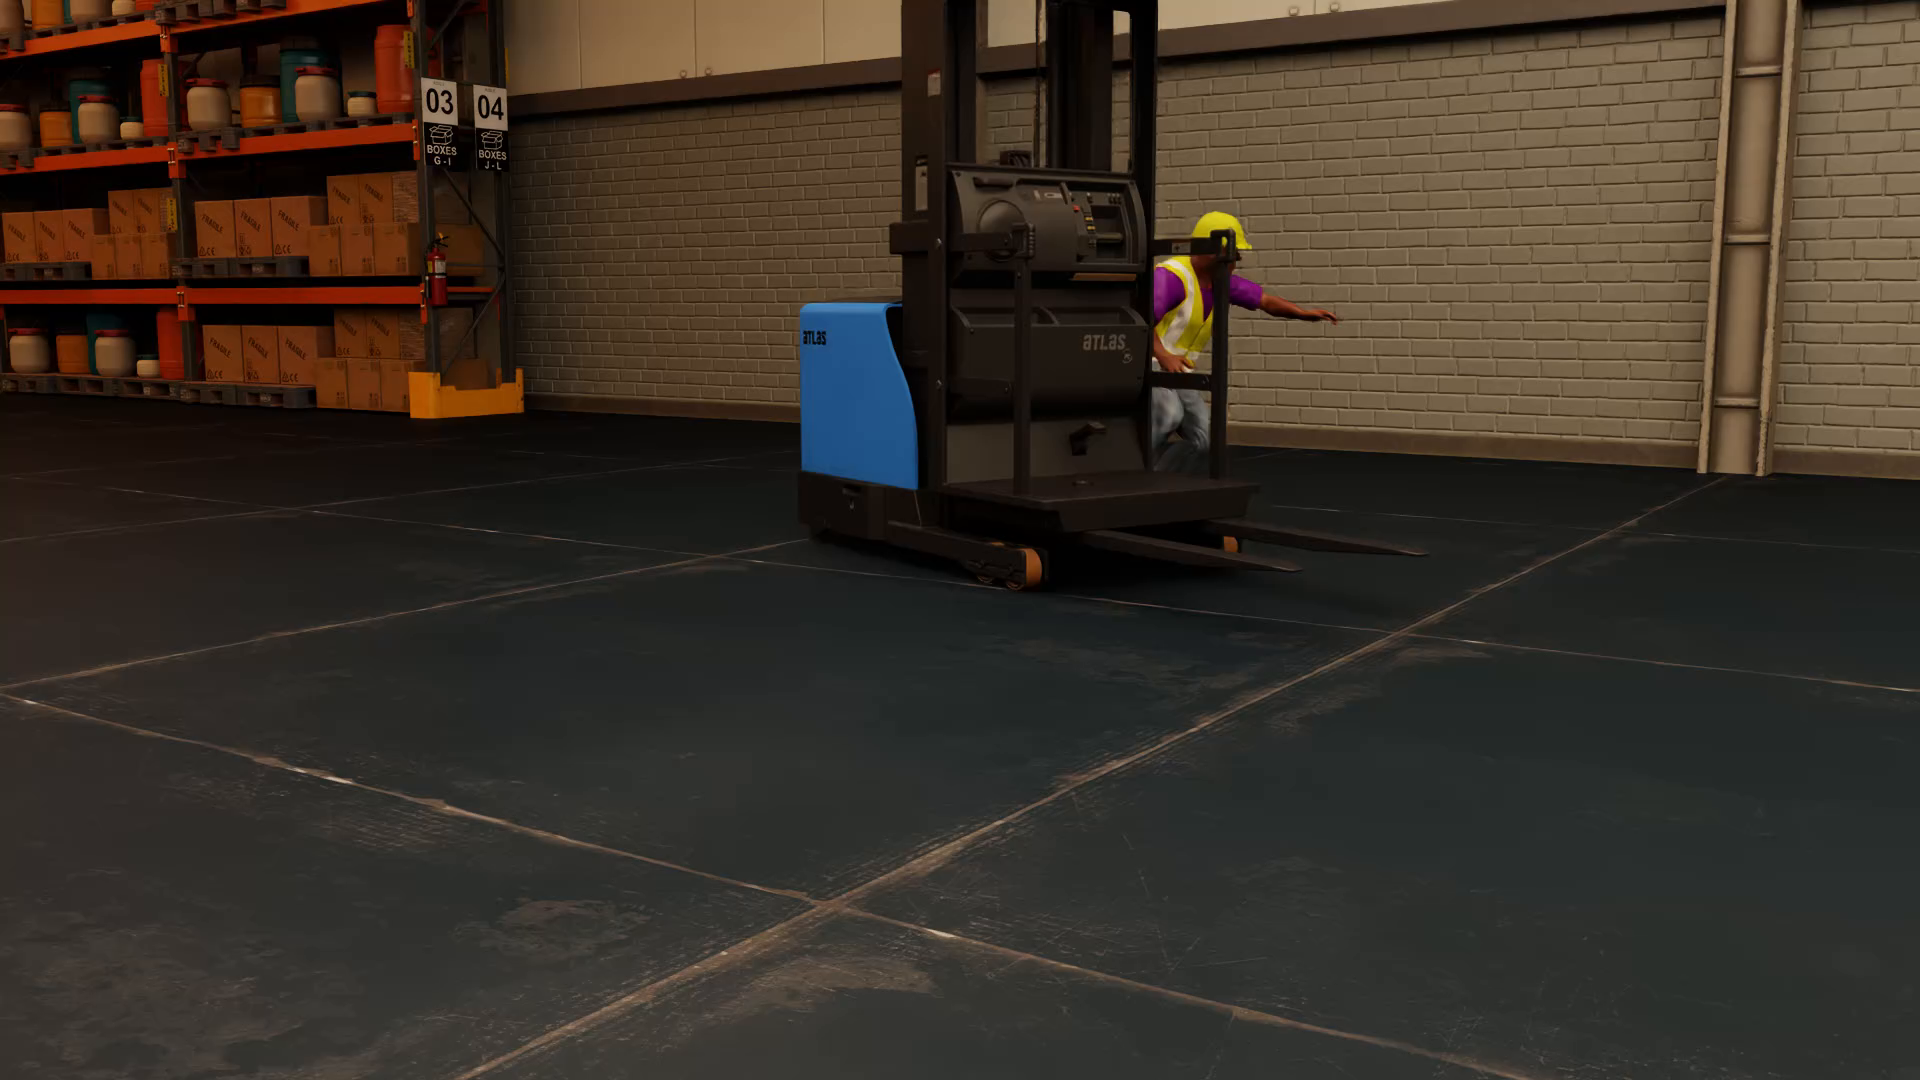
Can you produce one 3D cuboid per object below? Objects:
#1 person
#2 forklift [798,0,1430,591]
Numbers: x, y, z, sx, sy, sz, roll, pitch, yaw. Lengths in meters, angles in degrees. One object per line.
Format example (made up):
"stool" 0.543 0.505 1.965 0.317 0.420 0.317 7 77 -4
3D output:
"person" 1.100 -0.804 7.904 0.918 1.501 1.308 7 11 41
"forklift" 0.492 -1.335 6.583 1.130 2.935 3.031 -5 10 -34
